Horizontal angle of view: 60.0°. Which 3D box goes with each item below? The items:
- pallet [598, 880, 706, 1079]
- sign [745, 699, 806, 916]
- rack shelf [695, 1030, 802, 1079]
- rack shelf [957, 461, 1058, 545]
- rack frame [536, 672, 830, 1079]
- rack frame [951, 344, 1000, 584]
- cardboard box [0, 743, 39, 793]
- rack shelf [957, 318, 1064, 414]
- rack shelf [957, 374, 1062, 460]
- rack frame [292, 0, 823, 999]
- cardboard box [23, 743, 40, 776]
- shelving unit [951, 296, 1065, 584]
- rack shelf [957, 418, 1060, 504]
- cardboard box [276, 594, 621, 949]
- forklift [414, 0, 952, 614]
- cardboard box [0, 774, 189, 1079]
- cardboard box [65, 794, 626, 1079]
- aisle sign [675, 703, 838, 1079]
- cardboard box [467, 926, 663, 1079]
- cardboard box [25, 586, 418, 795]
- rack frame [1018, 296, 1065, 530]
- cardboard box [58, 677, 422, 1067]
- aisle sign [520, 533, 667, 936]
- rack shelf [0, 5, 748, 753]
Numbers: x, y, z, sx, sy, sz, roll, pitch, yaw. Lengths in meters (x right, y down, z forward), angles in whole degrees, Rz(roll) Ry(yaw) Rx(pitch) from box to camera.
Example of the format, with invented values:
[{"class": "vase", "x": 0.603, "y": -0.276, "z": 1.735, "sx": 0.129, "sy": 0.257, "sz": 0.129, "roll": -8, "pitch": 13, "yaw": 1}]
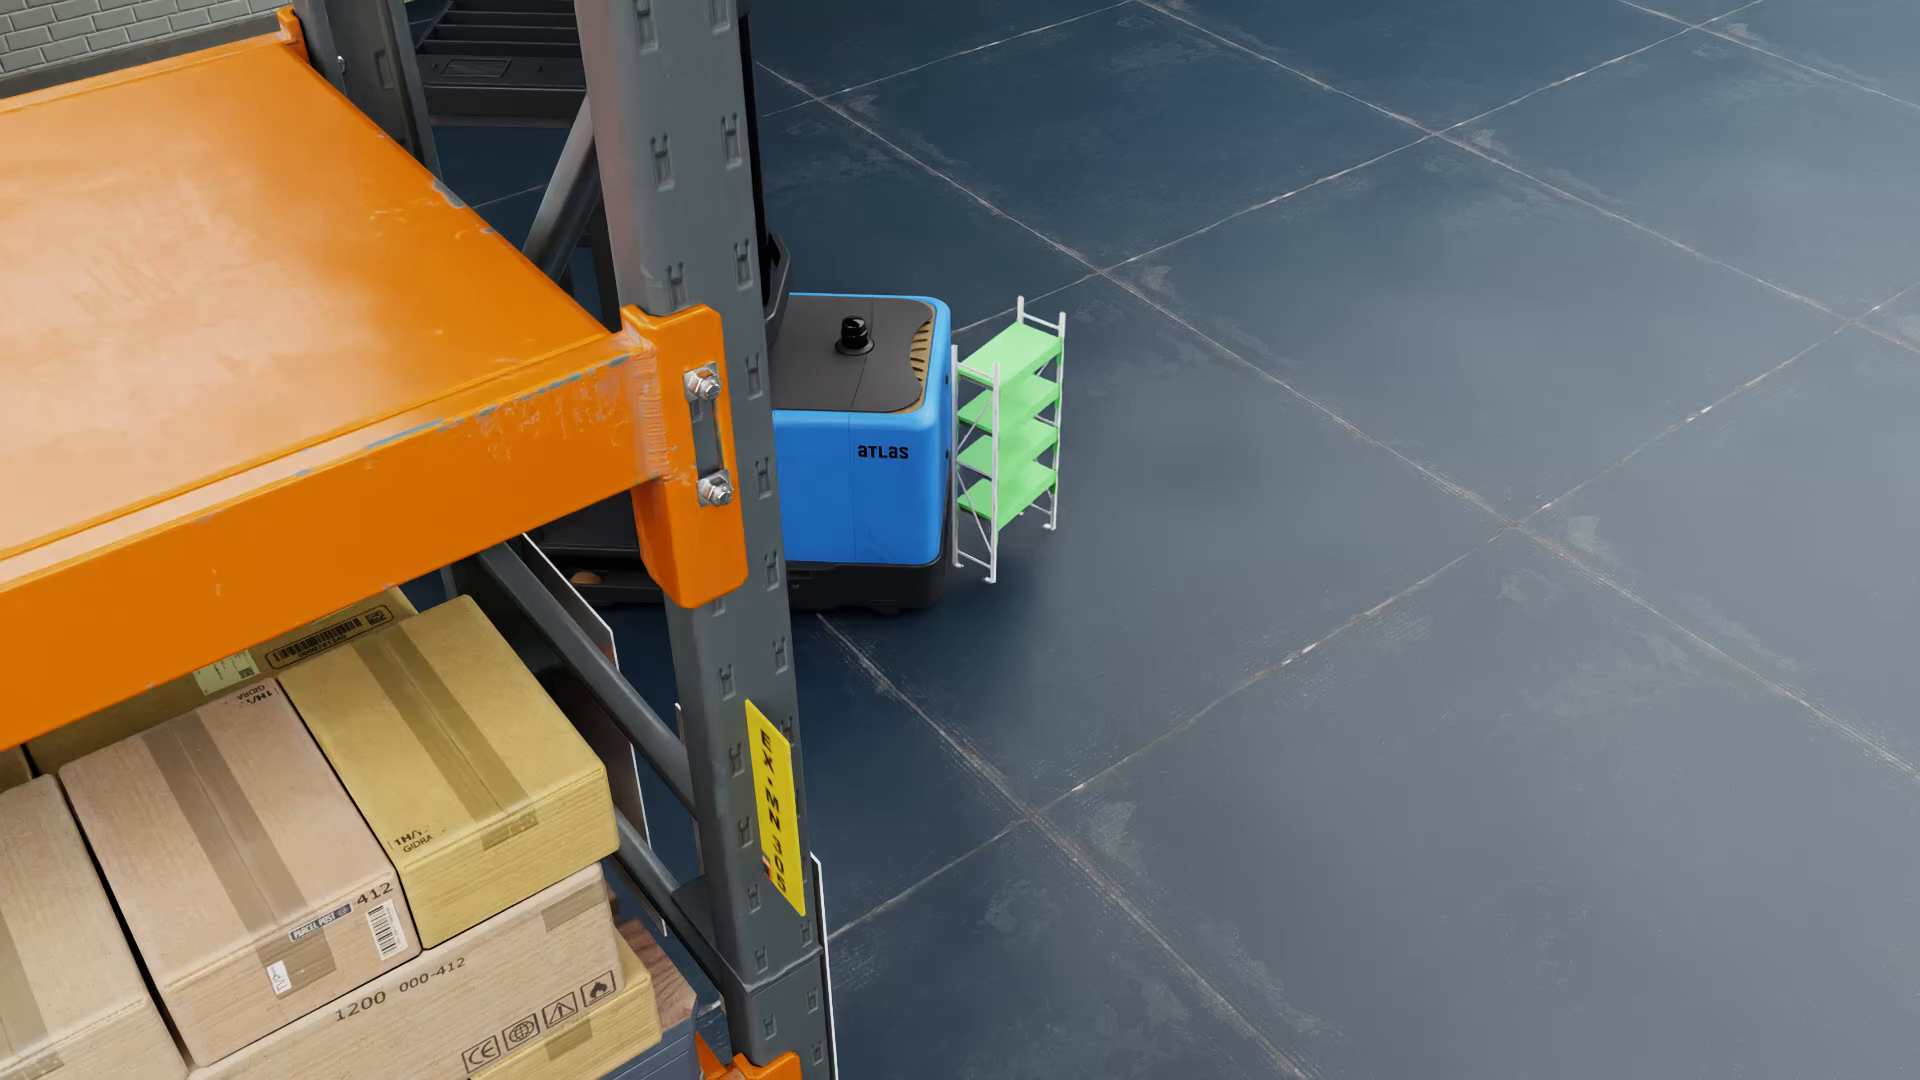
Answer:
[{"class": "pallet", "x": -1.135, "y": 0.702, "z": 2.368, "sx": 1.213, "sy": 0.211, "sz": 1.003, "roll": -26, "pitch": 46, "yaw": -28}, {"class": "sign", "x": -0.234, "y": 0.342, "z": 2.101, "sx": 0.005, "sy": 0.325, "sz": 0.100, "roll": -26, "pitch": 46, "yaw": -28}, {"class": "rack shelf", "x": -2.139, "y": 1.426, "z": 1.982, "sx": 4.000, "sy": 0.370, "sz": 1.077, "roll": -26, "pitch": 46, "yaw": -28}, {"class": "rack shelf", "x": 0.210, "y": -0.200, "z": 7.660, "sx": 0.258, "sy": 0.148, "sz": 0.480, "roll": 25, "pitch": 46, "yaw": 27}, {"class": "rack frame", "x": -0.554, "y": 1.535, "z": 3.647, "sx": 0.127, "sy": 3.000, "sz": 1.000, "roll": -26, "pitch": 46, "yaw": -28}, {"class": "rack frame", "x": 0.064, "y": -0.311, "z": 7.316, "sx": 0.240, "sy": 1.200, "sz": 0.015, "roll": 25, "pitch": 46, "yaw": 27}, {"class": "cardboard box", "x": -1.494, "y": 0.372, "z": 2.174, "sx": 0.500, "sy": 0.250, "sz": 0.500, "roll": -27, "pitch": 46, "yaw": -29}, {"class": "rack shelf", "x": 0.210, "y": -0.756, "z": 7.204, "sx": 0.258, "sy": 0.148, "sz": 0.480, "roll": 25, "pitch": 46, "yaw": 27}, {"class": "rack shelf", "x": 0.210, "y": -0.571, "z": 7.356, "sx": 0.258, "sy": 0.148, "sz": 0.480, "roll": 25, "pitch": 46, "yaw": 27}, {"class": "rack frame", "x": -0.554, "y": -0.784, "z": 1.745, "sx": 0.127, "sy": 3.000, "sz": 1.000, "roll": -26, "pitch": 46, "yaw": -28}, {"class": "cardboard box", "x": -1.421, "y": 0.438, "z": 2.407, "sx": 0.250, "sy": 0.149, "sz": 0.380, "roll": -26, "pitch": 46, "yaw": -28}, {"class": "shelving unit", "x": 0.210, "y": -0.435, "z": 7.467, "sx": 0.258, "sy": 1.200, "sz": 0.503, "roll": 25, "pitch": 46, "yaw": 27}, {"class": "rack shelf", "x": 0.210, "y": -0.385, "z": 7.508, "sx": 0.258, "sy": 0.148, "sz": 0.480, "roll": 25, "pitch": 46, "yaw": 27}, {"class": "cardboard box", "x": -0.614, "y": 0.264, "z": 1.991, "sx": 0.250, "sy": 0.149, "sz": 0.380, "roll": -26, "pitch": 46, "yaw": -28}, {"class": "forklift", "x": -1.568, "y": -1.158, "z": 6.984, "sx": 3.031, "sy": 2.935, "sz": 1.130, "roll": 2, "pitch": 39, "yaw": 3}, {"class": "cardboard box", "x": -1.016, "y": 0.459, "z": 1.754, "sx": 0.250, "sy": 0.149, "sz": 0.380, "roll": -25, "pitch": 46, "yaw": -27}, {"class": "cardboard box", "x": -0.771, "y": 0.447, "z": 2.082, "sx": 0.500, "sy": 0.250, "sz": 0.500, "roll": -25, "pitch": 46, "yaw": -28}, {"class": "aisle sign", "x": -0.315, "y": 0.653, "z": 2.672, "sx": 0.004, "sy": 0.787, "sz": 0.394, "roll": -26, "pitch": 46, "yaw": -28}, {"class": "cardboard box", "x": -0.611, "y": 0.570, "z": 2.246, "sx": 0.250, "sy": 0.149, "sz": 0.380, "roll": -26, "pitch": 46, "yaw": -28}, {"class": "cardboard box", "x": -1.093, "y": 0.175, "z": 2.414, "sx": 0.500, "sy": 0.250, "sz": 0.500, "roll": -26, "pitch": 46, "yaw": -28}, {"class": "rack frame", "x": 0.355, "y": -0.559, "z": 7.619, "sx": 0.240, "sy": 1.200, "sz": 0.015, "roll": 25, "pitch": 46, "yaw": 27}, {"class": "cardboard box", "x": -0.813, "y": 0.360, "z": 1.874, "sx": 0.250, "sy": 0.149, "sz": 0.380, "roll": -26, "pitch": 46, "yaw": -28}, {"class": "aisle sign", "x": -0.680, "y": 0.352, "z": 3.040, "sx": 0.004, "sy": 0.787, "sz": 0.394, "roll": -26, "pitch": 46, "yaw": -28}, {"class": "rack shelf", "x": -2.139, "y": 0.421, "z": 1.157, "sx": 4.000, "sy": 0.370, "sz": 1.077, "roll": -26, "pitch": 46, "yaw": -28}]
